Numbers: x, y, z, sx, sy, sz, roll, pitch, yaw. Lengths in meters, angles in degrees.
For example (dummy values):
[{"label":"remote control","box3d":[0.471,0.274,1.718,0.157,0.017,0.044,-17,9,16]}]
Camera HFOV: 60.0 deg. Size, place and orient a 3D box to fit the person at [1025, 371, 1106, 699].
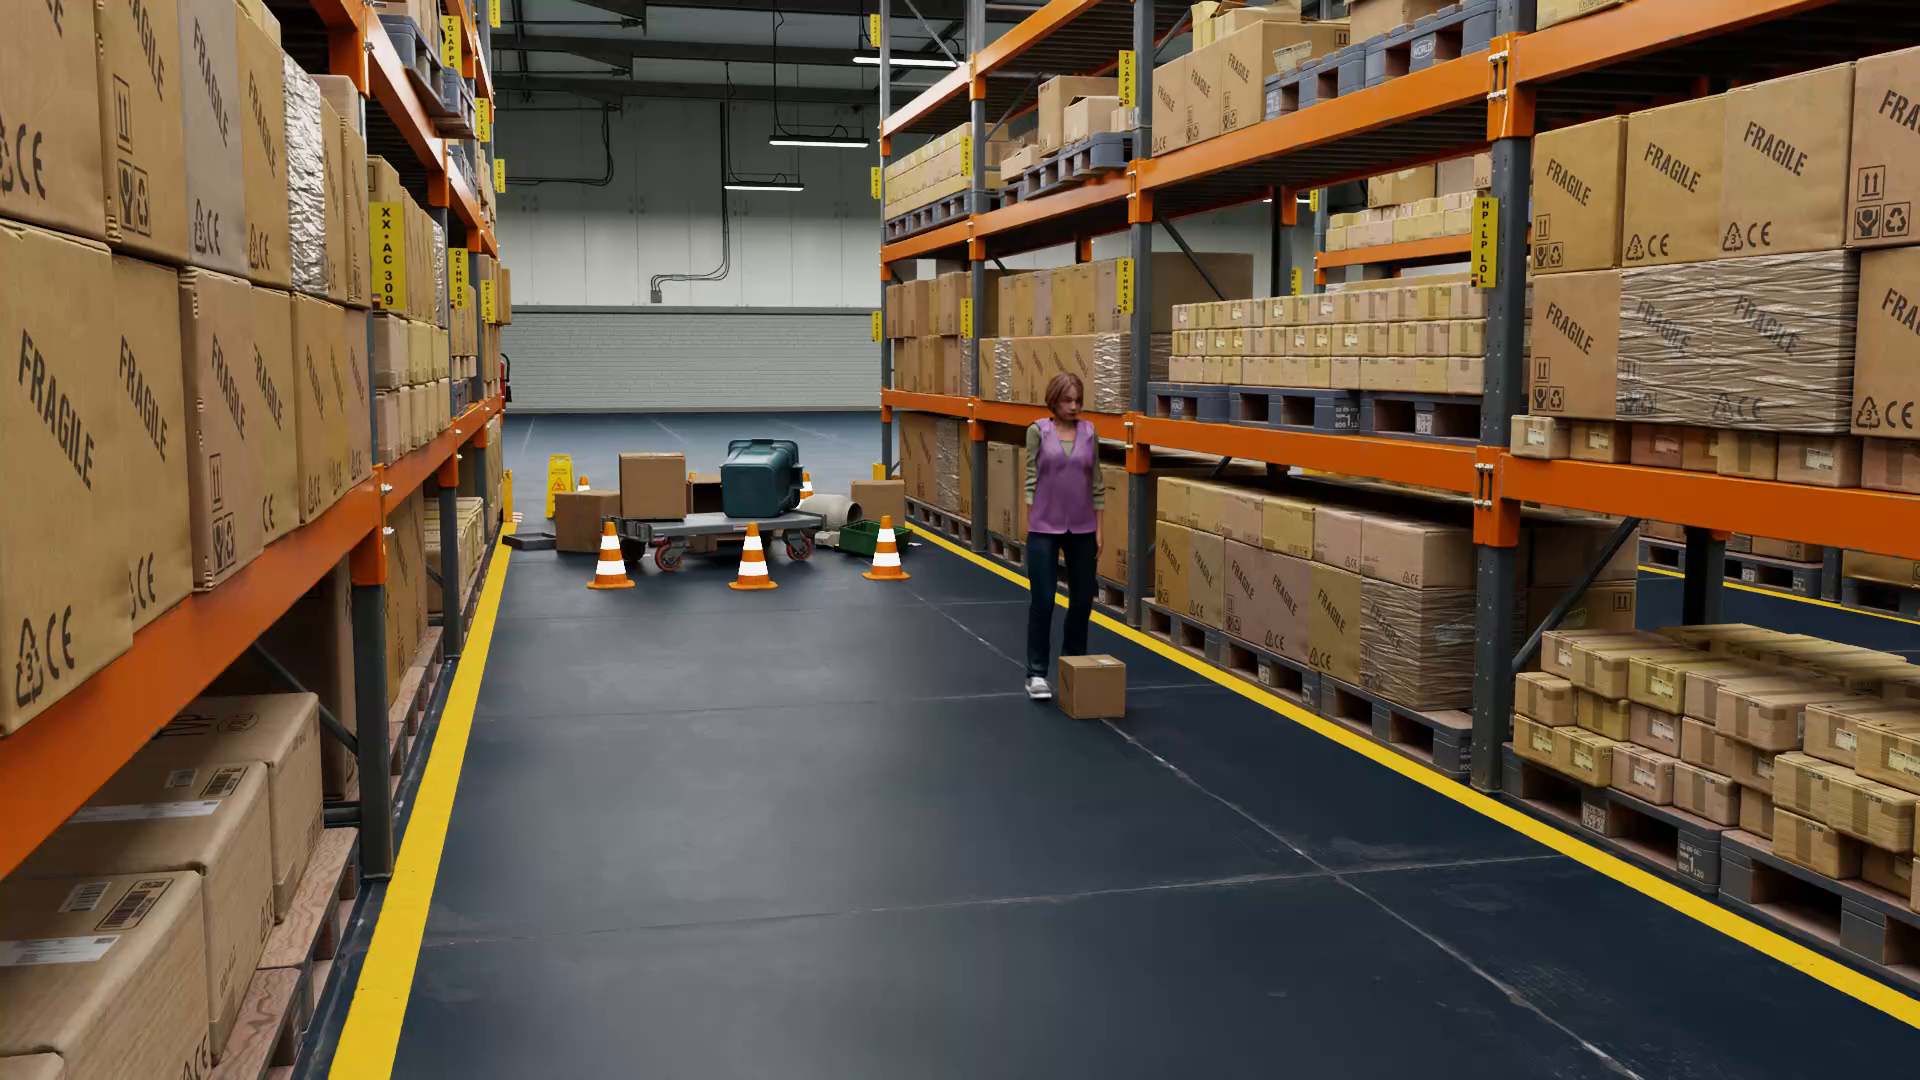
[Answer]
[{"label":"person","box3d":[0.515,-0.021,8.144,0.407,1.593,0.302,-1,6,-12]}]
